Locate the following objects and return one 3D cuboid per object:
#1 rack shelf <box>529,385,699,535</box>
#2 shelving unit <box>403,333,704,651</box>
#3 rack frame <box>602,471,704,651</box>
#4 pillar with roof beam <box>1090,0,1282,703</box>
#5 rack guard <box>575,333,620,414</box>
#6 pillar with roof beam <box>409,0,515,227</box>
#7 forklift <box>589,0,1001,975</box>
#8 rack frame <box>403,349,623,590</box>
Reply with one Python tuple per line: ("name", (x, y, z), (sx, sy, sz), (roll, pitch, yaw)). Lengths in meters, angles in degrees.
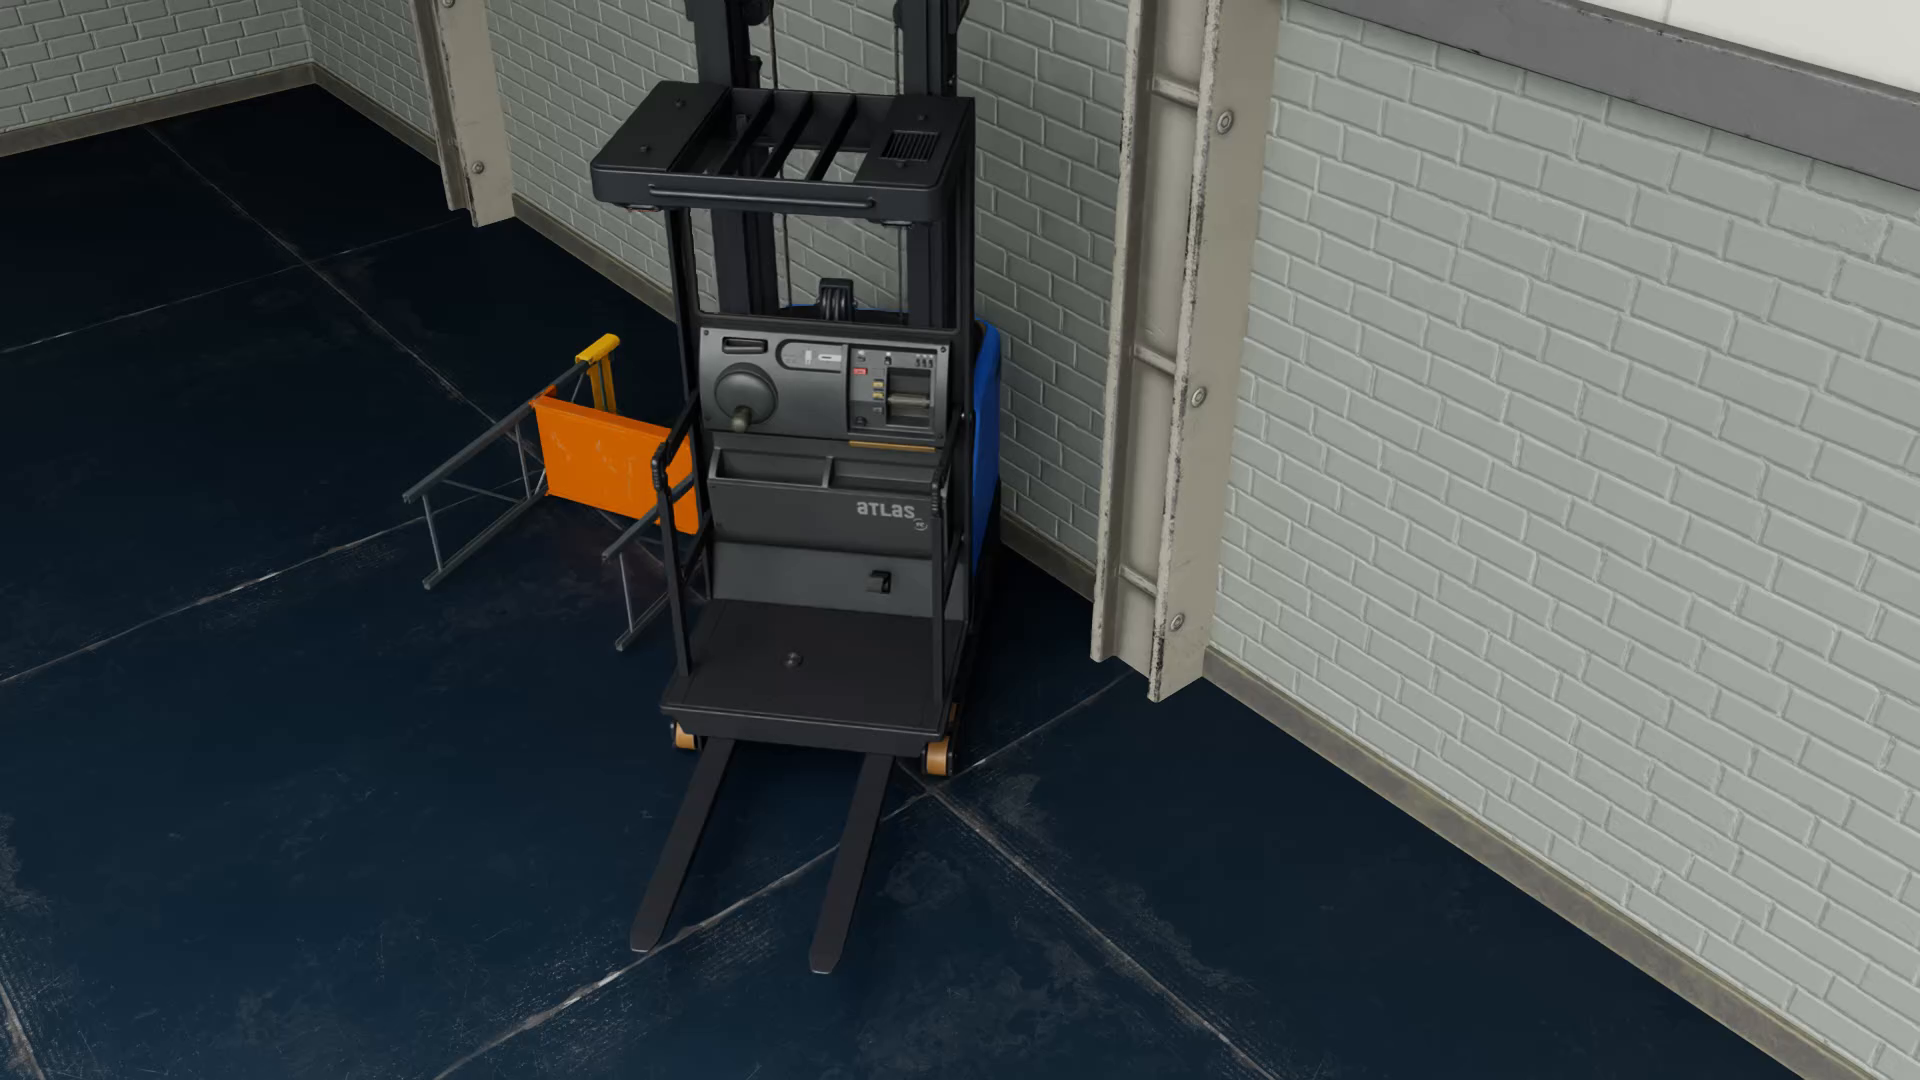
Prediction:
("rack shelf", (-1.500, -0.350, 7.714), (1.000, 0.538, 0.185), (15, 38, 20))
("shelving unit", (-1.568, -0.254, 7.578), (1.083, 0.587, 1.500), (15, 38, 20))
("rack frame", (-1.115, -0.132, 7.406), (0.032, 0.500, 1.500), (15, 38, 20))
("pillar with roof beam", (-2.496, -1.543, 2.143), (9.100, 9.000, 0.400), (-26, 43, -32))
("rack guard", (-1.755, -0.703, 8.212), (0.087, 0.587, 0.250), (15, 38, 20))
("pillar with roof beam", (-6.368, -4.192, 5.883), (9.100, 9.000, 0.400), (-26, 43, -32))
("forklift", (-0.529, -0.504, 5.925), (1.130, 2.935, 3.031), (5, 36, 7))
("rack frame", (-2.037, -0.380, 7.756), (0.032, 0.500, 1.500), (15, 38, 20))
